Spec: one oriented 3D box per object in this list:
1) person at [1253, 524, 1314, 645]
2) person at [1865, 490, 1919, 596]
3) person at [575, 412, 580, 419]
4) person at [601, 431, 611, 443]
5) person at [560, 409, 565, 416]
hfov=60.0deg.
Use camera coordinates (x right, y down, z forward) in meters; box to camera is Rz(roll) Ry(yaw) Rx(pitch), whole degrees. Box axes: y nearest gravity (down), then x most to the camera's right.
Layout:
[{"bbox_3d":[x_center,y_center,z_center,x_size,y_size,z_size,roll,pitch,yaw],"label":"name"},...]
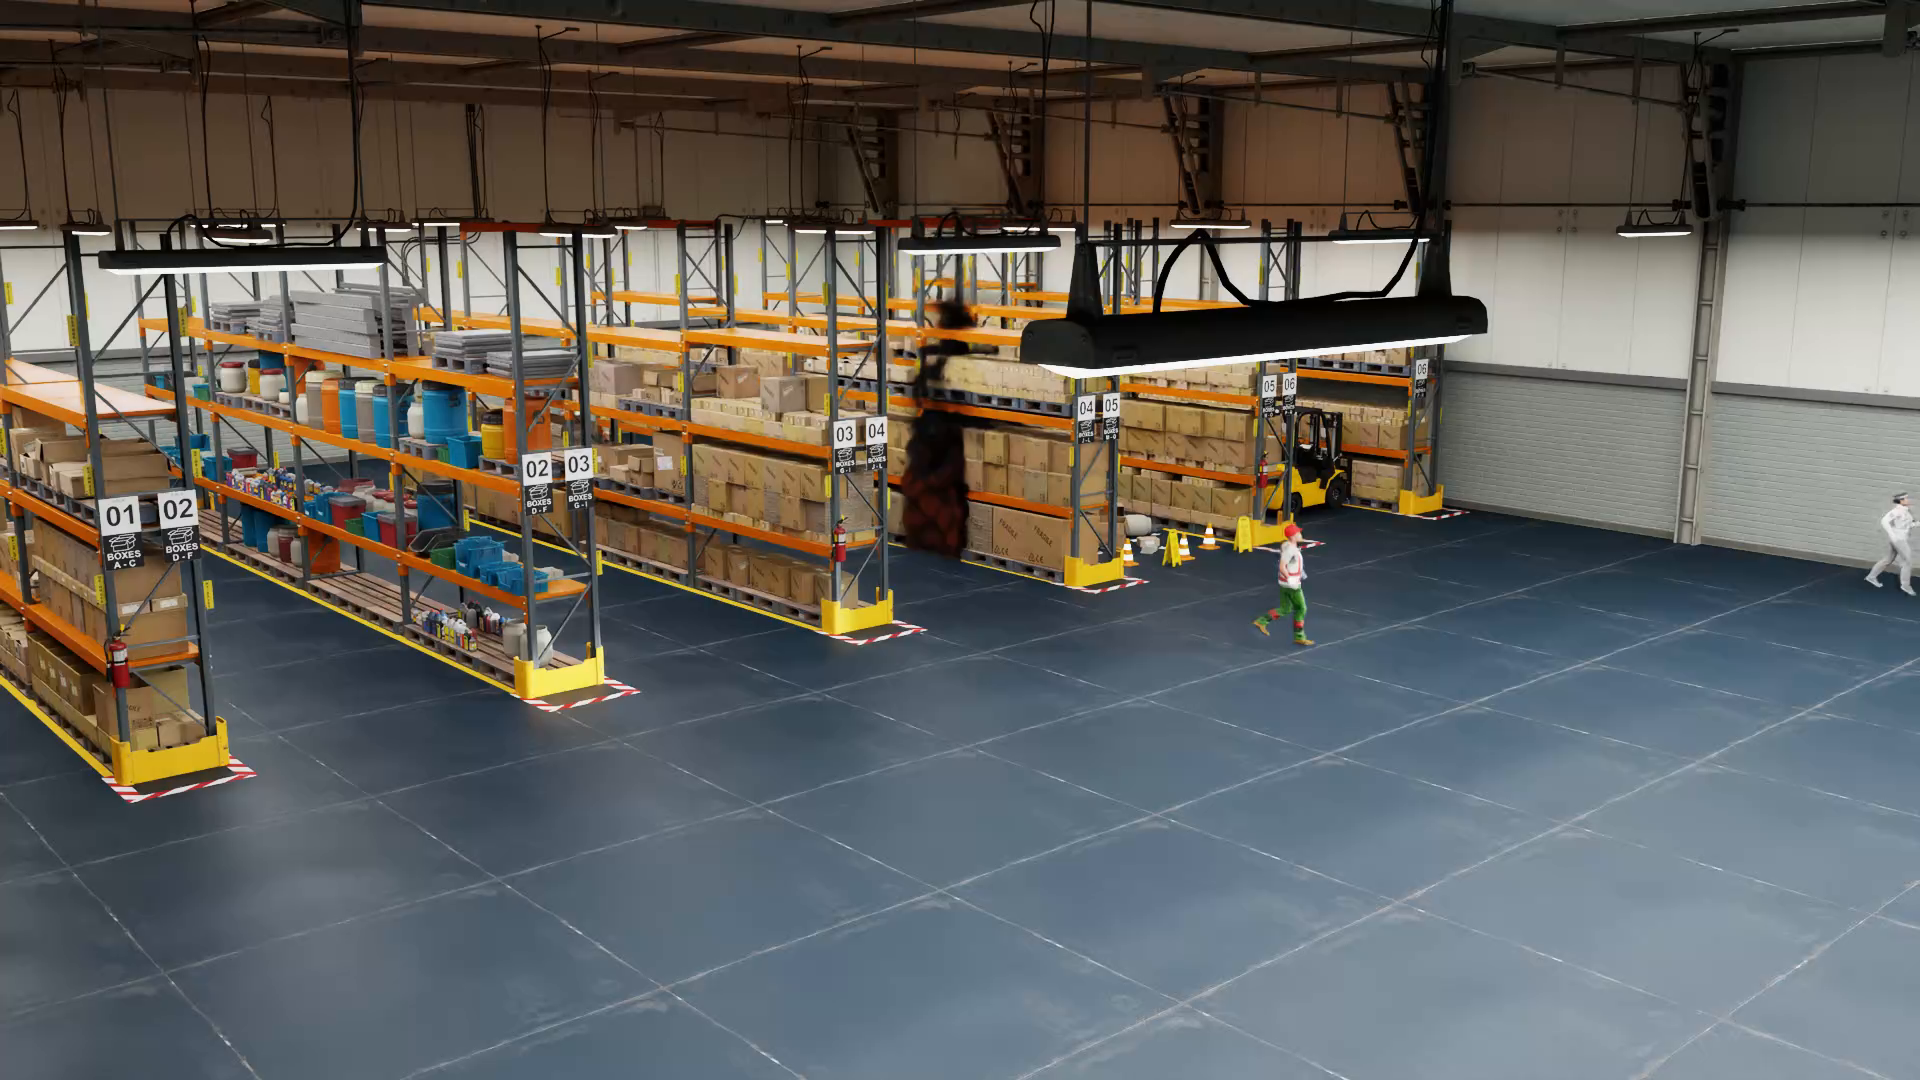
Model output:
[{"bbox_3d":[4.745,0.648,24.218,0.893,1.786,0.668,0,11,0],"label":"person"},{"bbox_3d":[15.452,0.029,27.420,0.759,1.747,0.589,7,13,30],"label":"person"},{"bbox_3d":[-8.681,-2.078,37.840,0.716,1.723,0.645,-7,13,-30],"label":"person"},{"bbox_3d":[-7.262,-1.405,34.363,0.970,1.705,0.657,10,15,39],"label":"person"},{"bbox_3d":[-9.520,-2.434,39.977,0.600,1.586,0.615,6,13,25],"label":"person"}]
